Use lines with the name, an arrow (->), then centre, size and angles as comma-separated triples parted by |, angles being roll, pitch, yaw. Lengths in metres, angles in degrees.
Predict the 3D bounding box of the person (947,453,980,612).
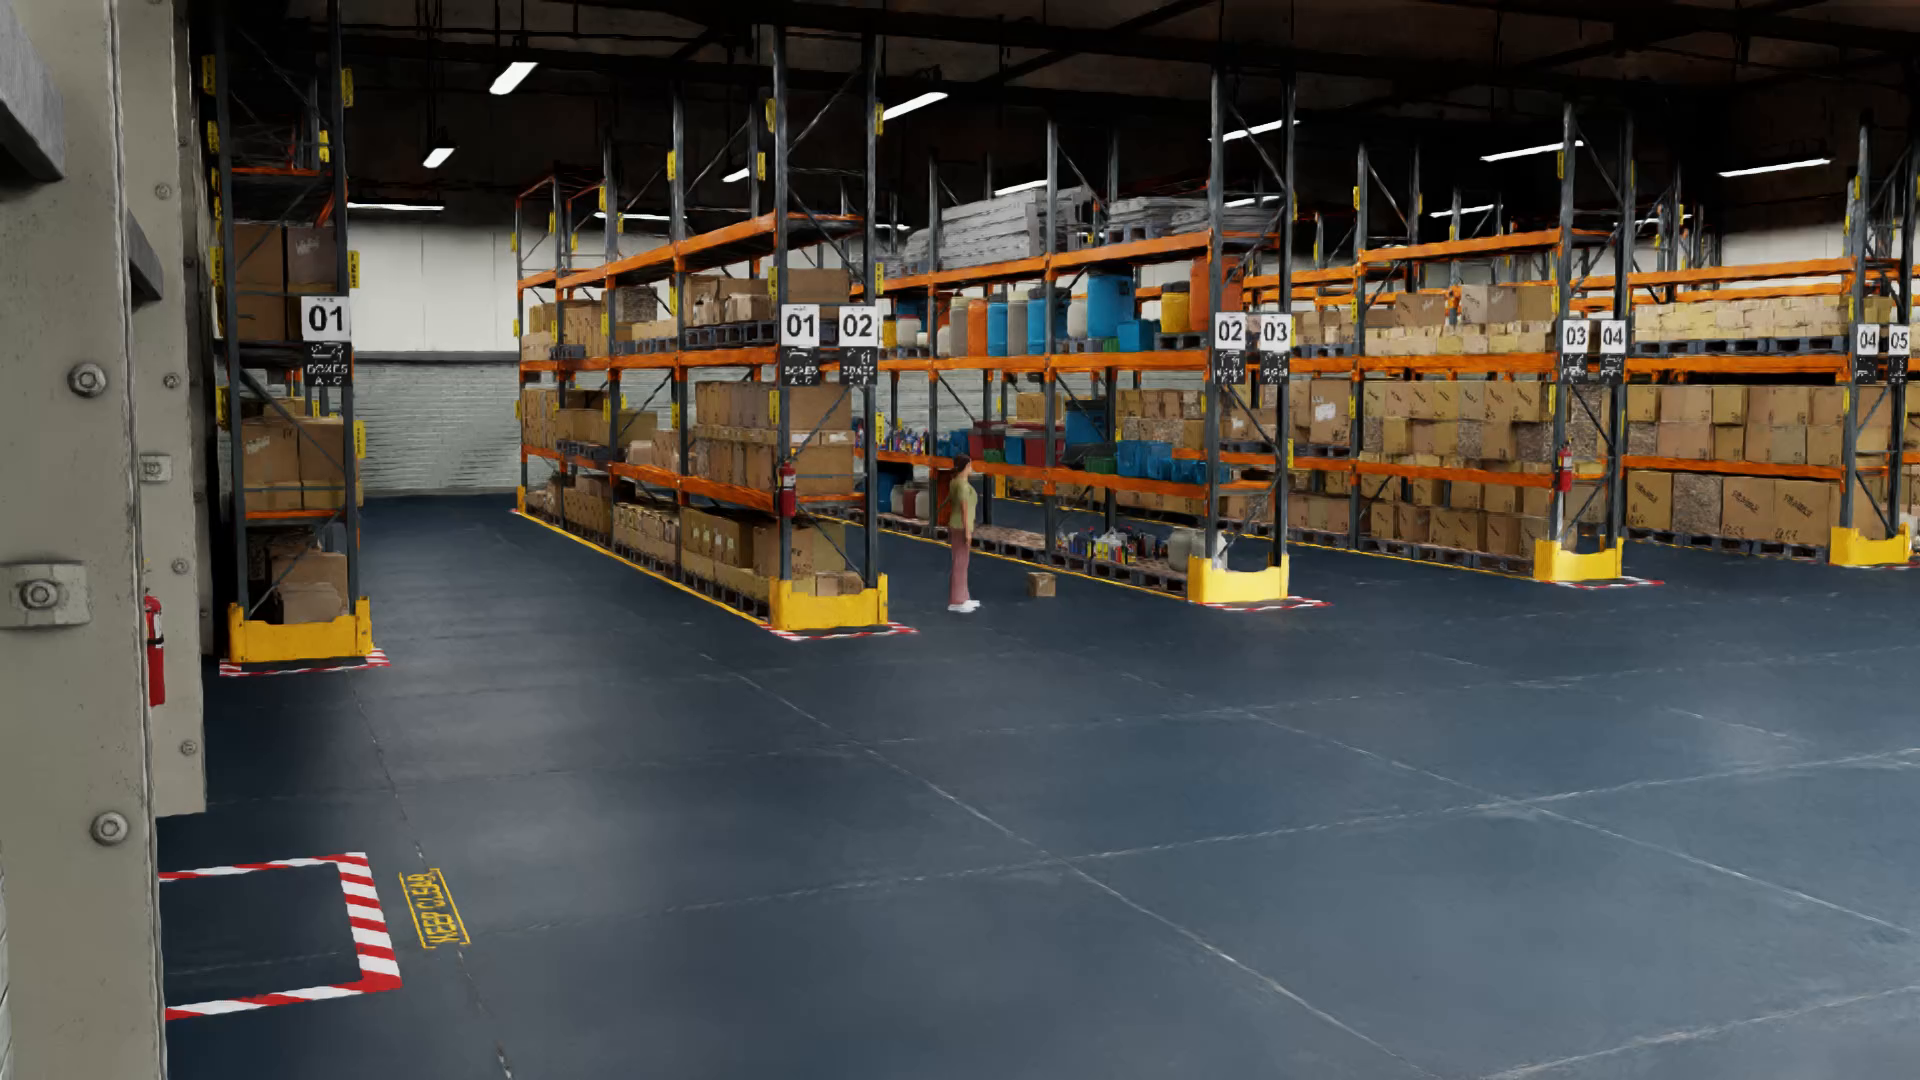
person -> 0.050, -0.091, 17.665 | 0.412, 1.674, 0.521 | -1, 6, -12
